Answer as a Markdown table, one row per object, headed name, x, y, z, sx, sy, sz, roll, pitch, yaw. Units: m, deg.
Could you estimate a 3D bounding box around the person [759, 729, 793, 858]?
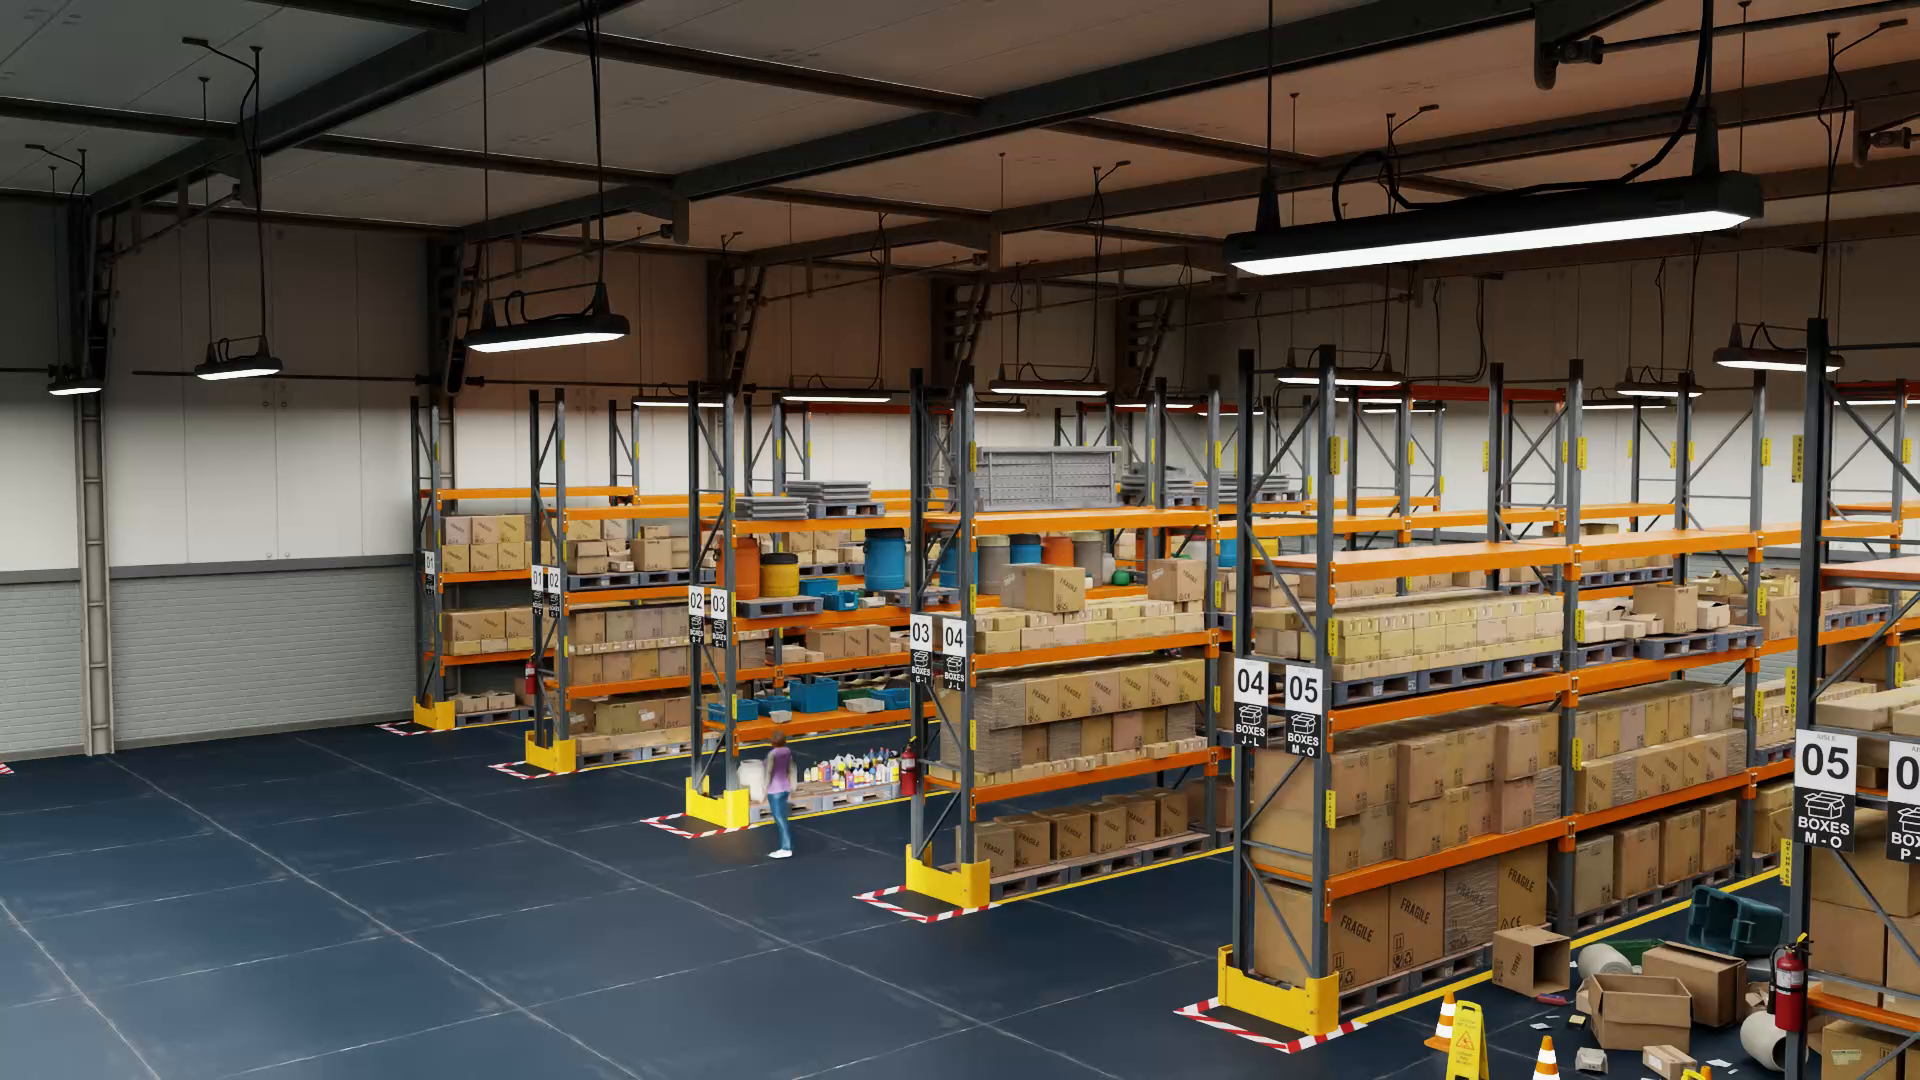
| name | x | y | z | sx | sy | sz | roll | pitch | yaw |
| --- | --- | --- | --- | --- | --- | --- | --- | --- | --- |
| person | -2.254 | 3.152 | 20.661 | 0.394 | 1.619 | 0.501 | 1 | 4 | 20 |
